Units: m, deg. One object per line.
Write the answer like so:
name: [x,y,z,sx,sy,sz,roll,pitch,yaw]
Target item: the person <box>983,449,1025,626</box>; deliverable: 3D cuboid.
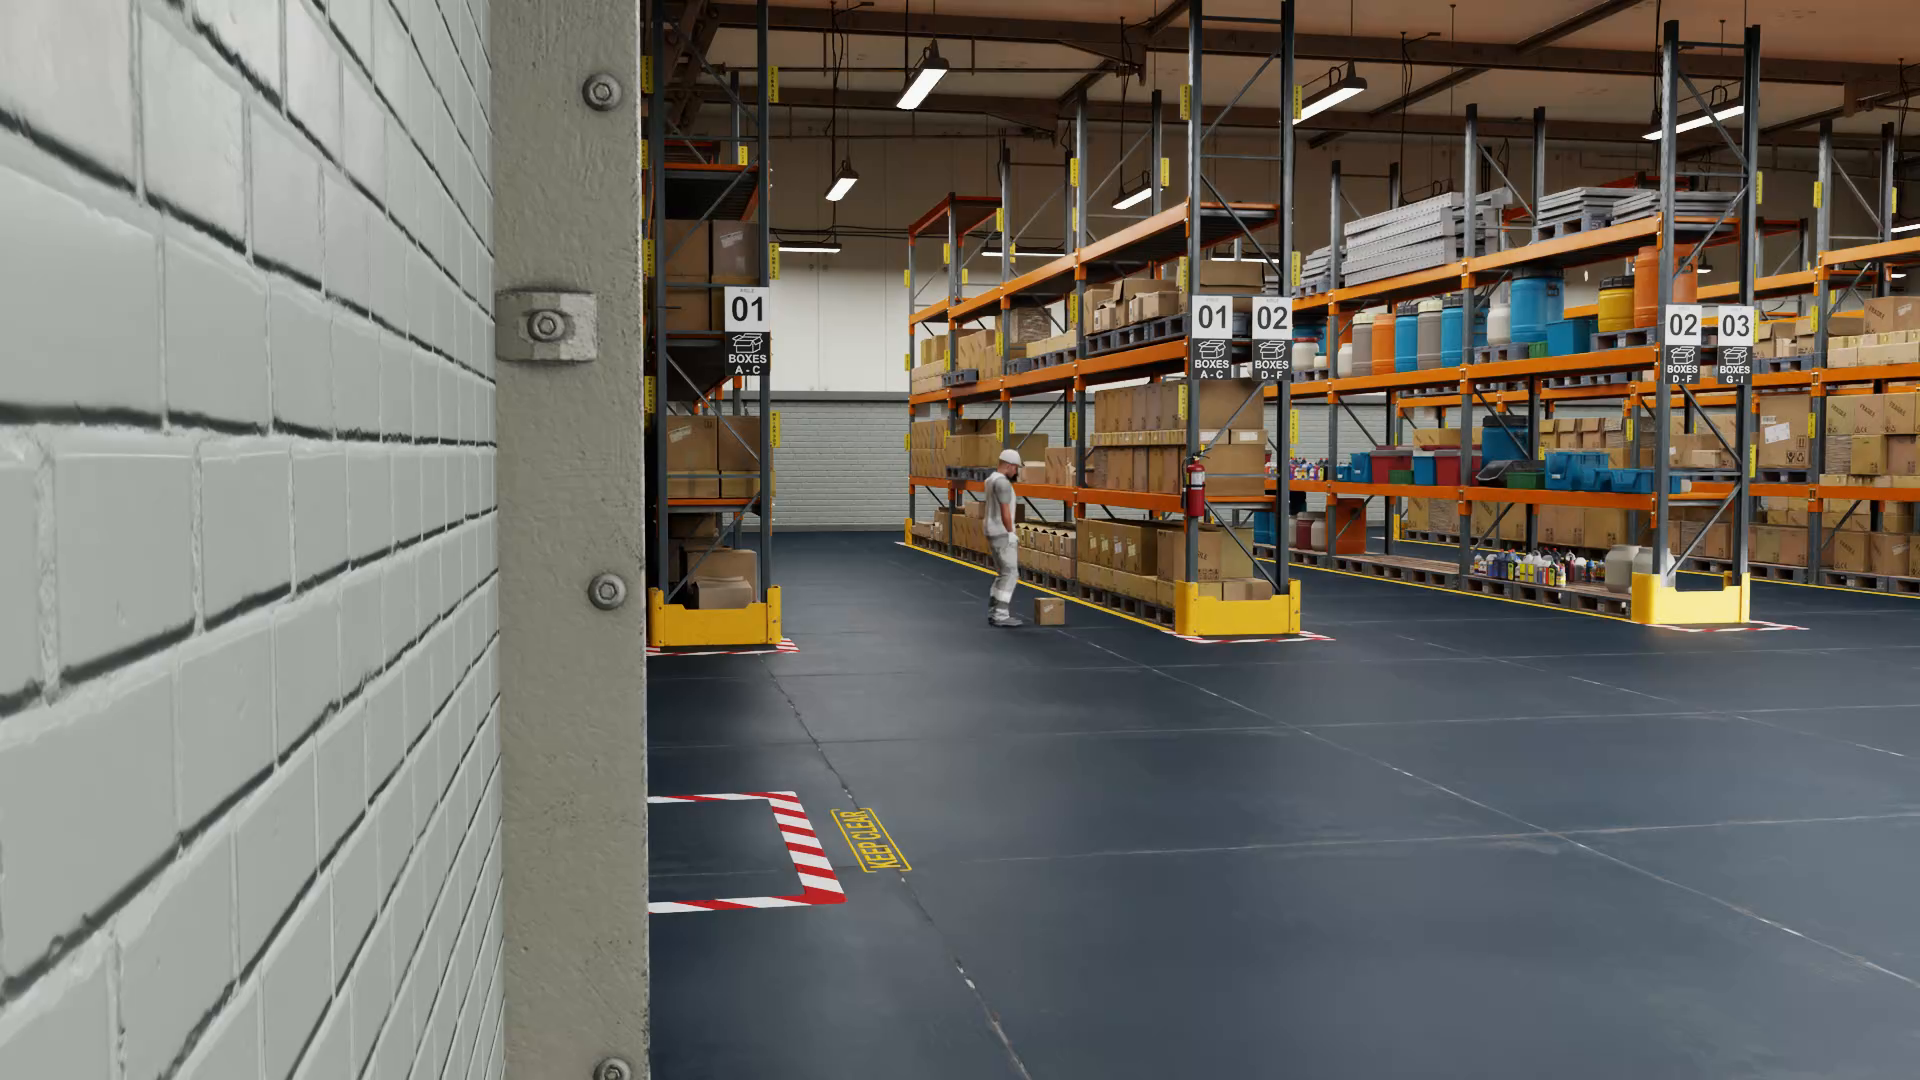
person: [0.443,-0.028,16.661,0.414,1.757,0.536,-1,3,-10]
